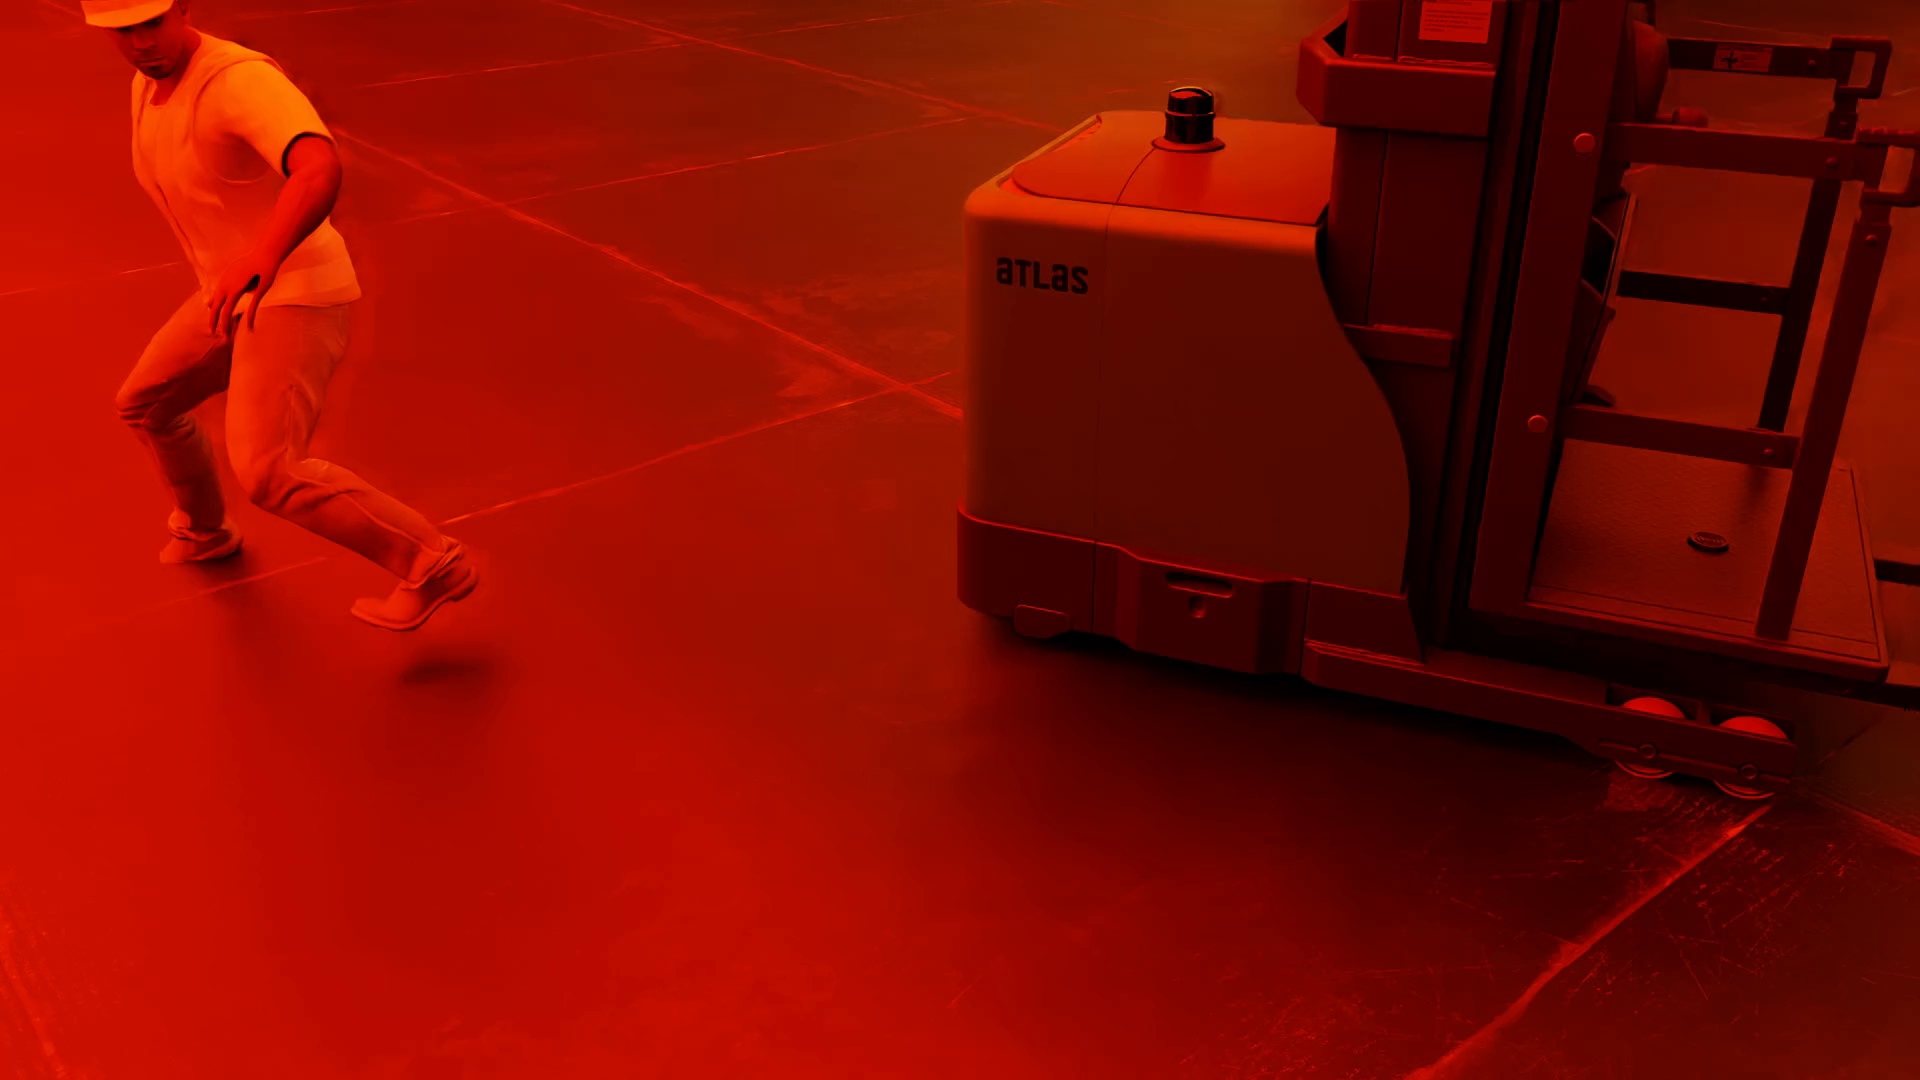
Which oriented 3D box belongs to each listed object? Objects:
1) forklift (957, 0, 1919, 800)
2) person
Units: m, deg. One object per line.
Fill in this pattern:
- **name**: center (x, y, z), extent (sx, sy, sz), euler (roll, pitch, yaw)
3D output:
- **forklift**: center (1.559, -1.048, 3.315), extent (3.031, 2.935, 1.130), euler (11, 28, 20)
- **person**: center (-1.719, -0.571, 3.932), extent (0.556, 1.675, 1.224), euler (-20, 33, -35)
